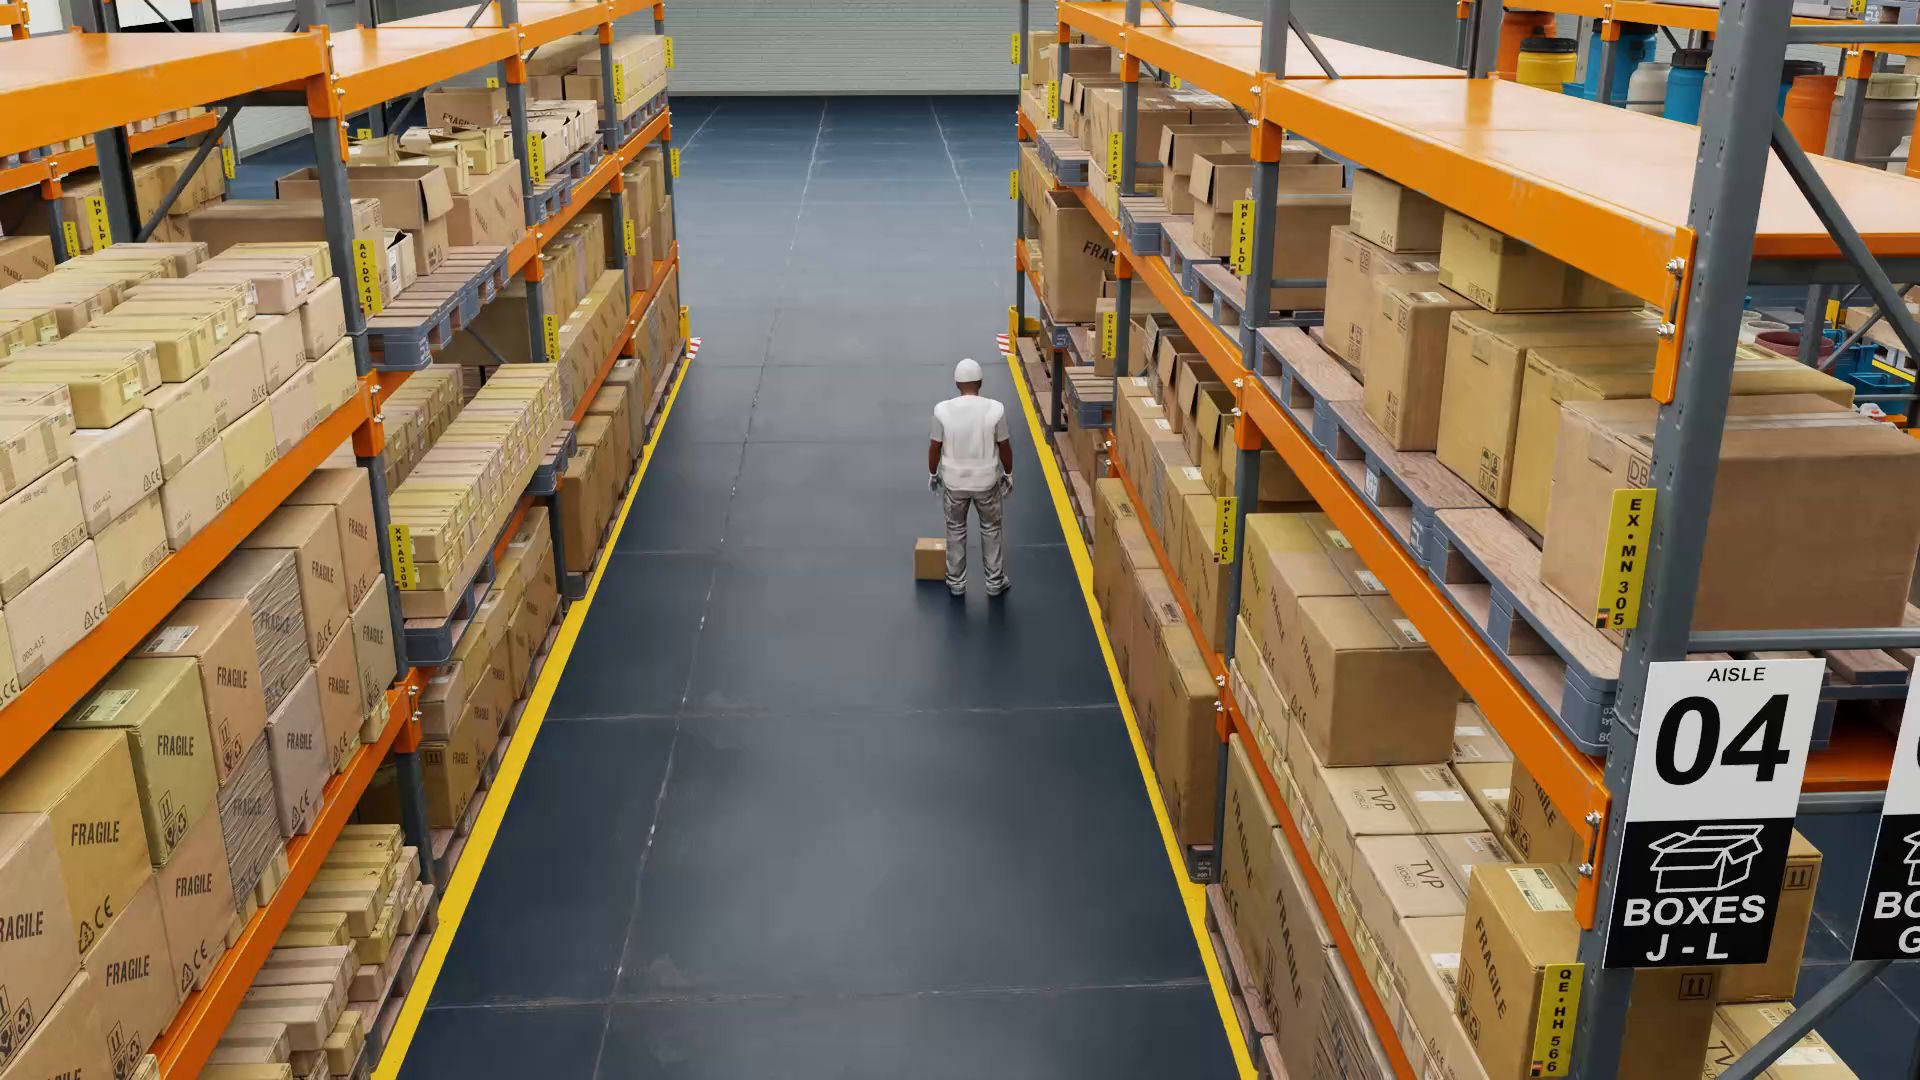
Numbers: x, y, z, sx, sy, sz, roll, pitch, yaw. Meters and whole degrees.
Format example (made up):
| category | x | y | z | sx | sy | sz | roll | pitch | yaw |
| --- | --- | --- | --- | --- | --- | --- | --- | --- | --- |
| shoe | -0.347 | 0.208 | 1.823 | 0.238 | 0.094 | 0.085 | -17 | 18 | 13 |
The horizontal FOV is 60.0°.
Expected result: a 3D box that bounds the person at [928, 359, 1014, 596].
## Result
| category | x | y | z | sx | sy | sz | roll | pitch | yaw |
| --- | --- | --- | --- | --- | --- | --- | --- | --- | --- |
| person | 0.080 | -0.454 | 12.292 | 0.631 | 1.776 | 0.443 | 1 | 20 | 4 |
